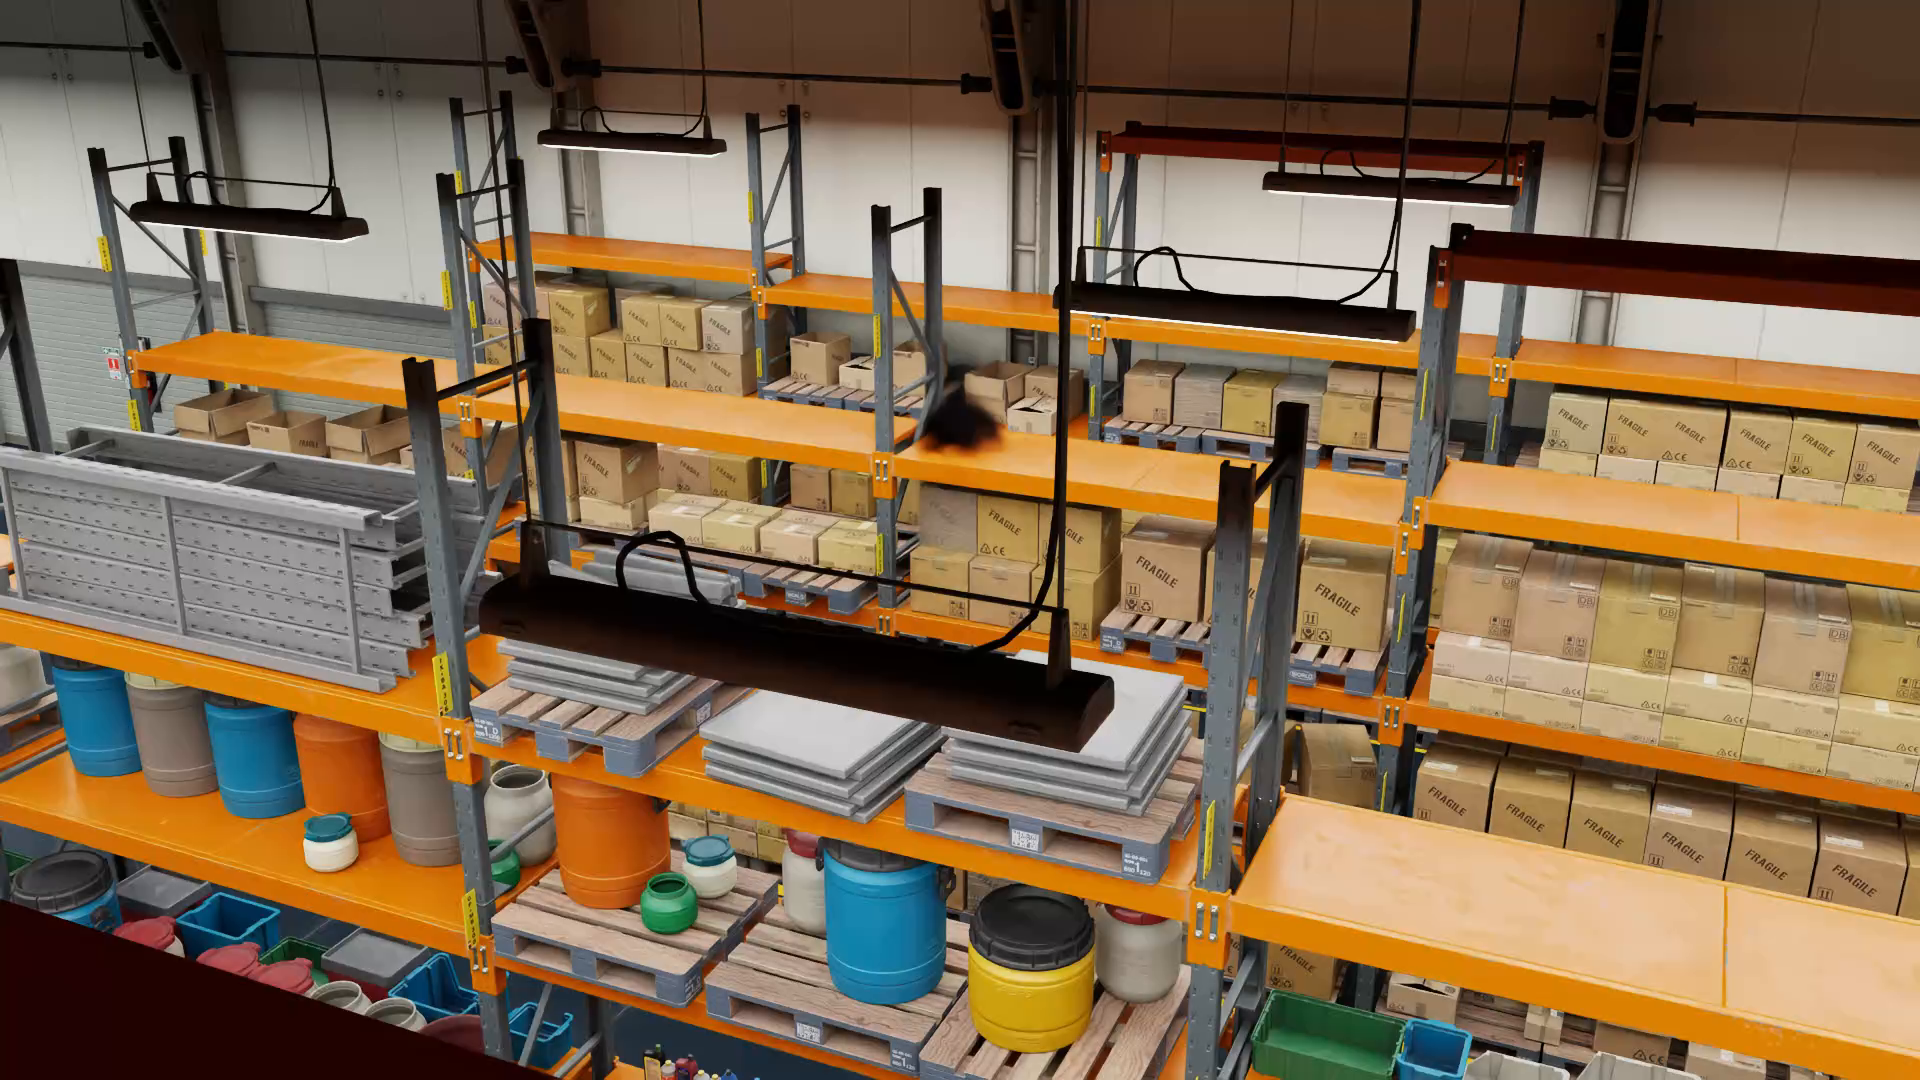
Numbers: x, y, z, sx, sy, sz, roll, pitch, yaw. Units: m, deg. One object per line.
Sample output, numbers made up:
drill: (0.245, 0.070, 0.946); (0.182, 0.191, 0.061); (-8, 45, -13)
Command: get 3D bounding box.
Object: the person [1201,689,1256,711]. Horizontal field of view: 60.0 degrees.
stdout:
person: (2.642, 1.635, 15.855); (0.664, 1.759, 0.668); (7, 22, 17)
